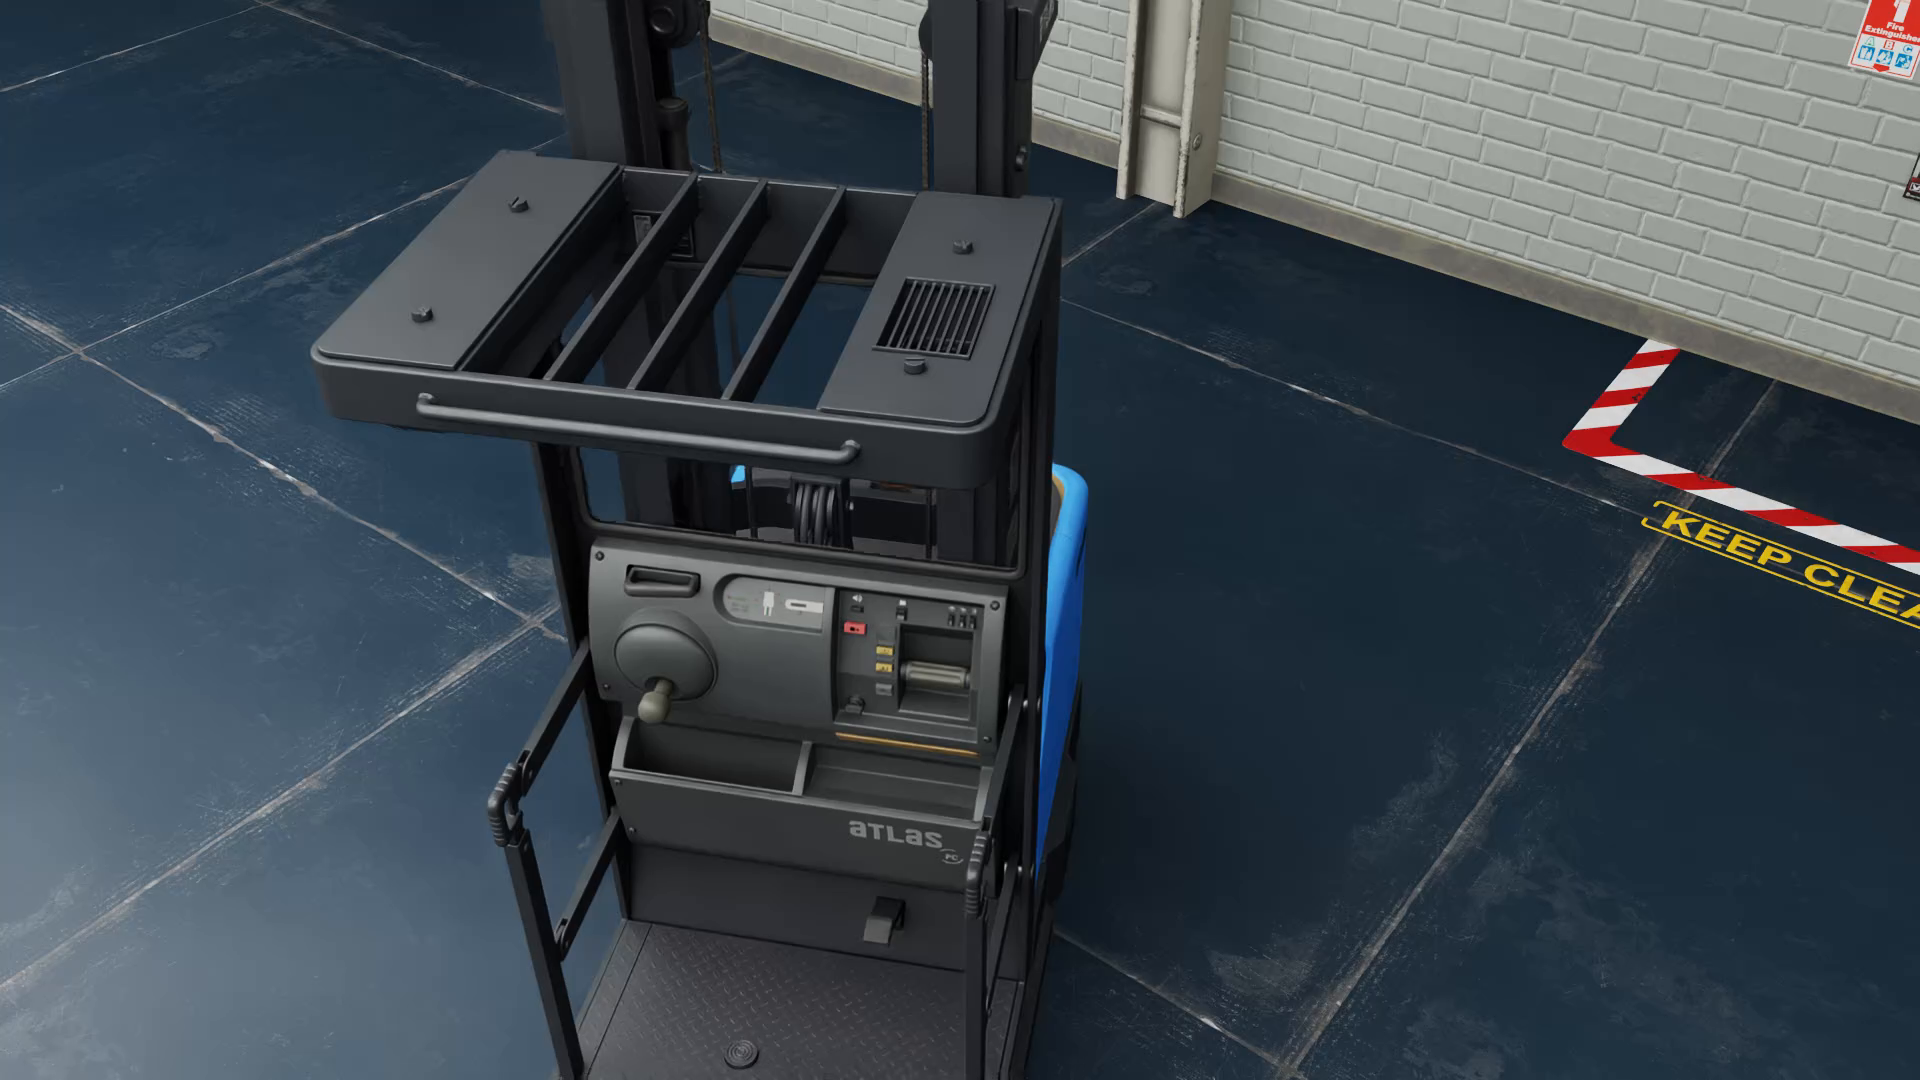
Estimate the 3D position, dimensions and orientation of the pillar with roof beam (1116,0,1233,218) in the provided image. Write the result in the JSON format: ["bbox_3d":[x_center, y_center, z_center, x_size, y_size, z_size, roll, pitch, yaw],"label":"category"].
[{"bbox_3d":[-1.571,-3.189,3.024,0.400,9.000,9.100,25,45,29],"label":"pillar with roof beam"}]

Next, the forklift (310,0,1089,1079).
[{"bbox_3d":[-0.402,0.313,3.472,1.130,2.935,3.031,7,39,9],"label":"forklift"}]

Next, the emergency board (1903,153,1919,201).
[{"bbox_3d":[3.875,-1.645,5.917,0.626,1.169,0.157,25,45,29],"label":"emergency board"}]

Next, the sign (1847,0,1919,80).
[{"bbox_3d":[3.494,-1.904,6.220,0.234,0.329,0.001,25,45,29],"label":"sign"}]
